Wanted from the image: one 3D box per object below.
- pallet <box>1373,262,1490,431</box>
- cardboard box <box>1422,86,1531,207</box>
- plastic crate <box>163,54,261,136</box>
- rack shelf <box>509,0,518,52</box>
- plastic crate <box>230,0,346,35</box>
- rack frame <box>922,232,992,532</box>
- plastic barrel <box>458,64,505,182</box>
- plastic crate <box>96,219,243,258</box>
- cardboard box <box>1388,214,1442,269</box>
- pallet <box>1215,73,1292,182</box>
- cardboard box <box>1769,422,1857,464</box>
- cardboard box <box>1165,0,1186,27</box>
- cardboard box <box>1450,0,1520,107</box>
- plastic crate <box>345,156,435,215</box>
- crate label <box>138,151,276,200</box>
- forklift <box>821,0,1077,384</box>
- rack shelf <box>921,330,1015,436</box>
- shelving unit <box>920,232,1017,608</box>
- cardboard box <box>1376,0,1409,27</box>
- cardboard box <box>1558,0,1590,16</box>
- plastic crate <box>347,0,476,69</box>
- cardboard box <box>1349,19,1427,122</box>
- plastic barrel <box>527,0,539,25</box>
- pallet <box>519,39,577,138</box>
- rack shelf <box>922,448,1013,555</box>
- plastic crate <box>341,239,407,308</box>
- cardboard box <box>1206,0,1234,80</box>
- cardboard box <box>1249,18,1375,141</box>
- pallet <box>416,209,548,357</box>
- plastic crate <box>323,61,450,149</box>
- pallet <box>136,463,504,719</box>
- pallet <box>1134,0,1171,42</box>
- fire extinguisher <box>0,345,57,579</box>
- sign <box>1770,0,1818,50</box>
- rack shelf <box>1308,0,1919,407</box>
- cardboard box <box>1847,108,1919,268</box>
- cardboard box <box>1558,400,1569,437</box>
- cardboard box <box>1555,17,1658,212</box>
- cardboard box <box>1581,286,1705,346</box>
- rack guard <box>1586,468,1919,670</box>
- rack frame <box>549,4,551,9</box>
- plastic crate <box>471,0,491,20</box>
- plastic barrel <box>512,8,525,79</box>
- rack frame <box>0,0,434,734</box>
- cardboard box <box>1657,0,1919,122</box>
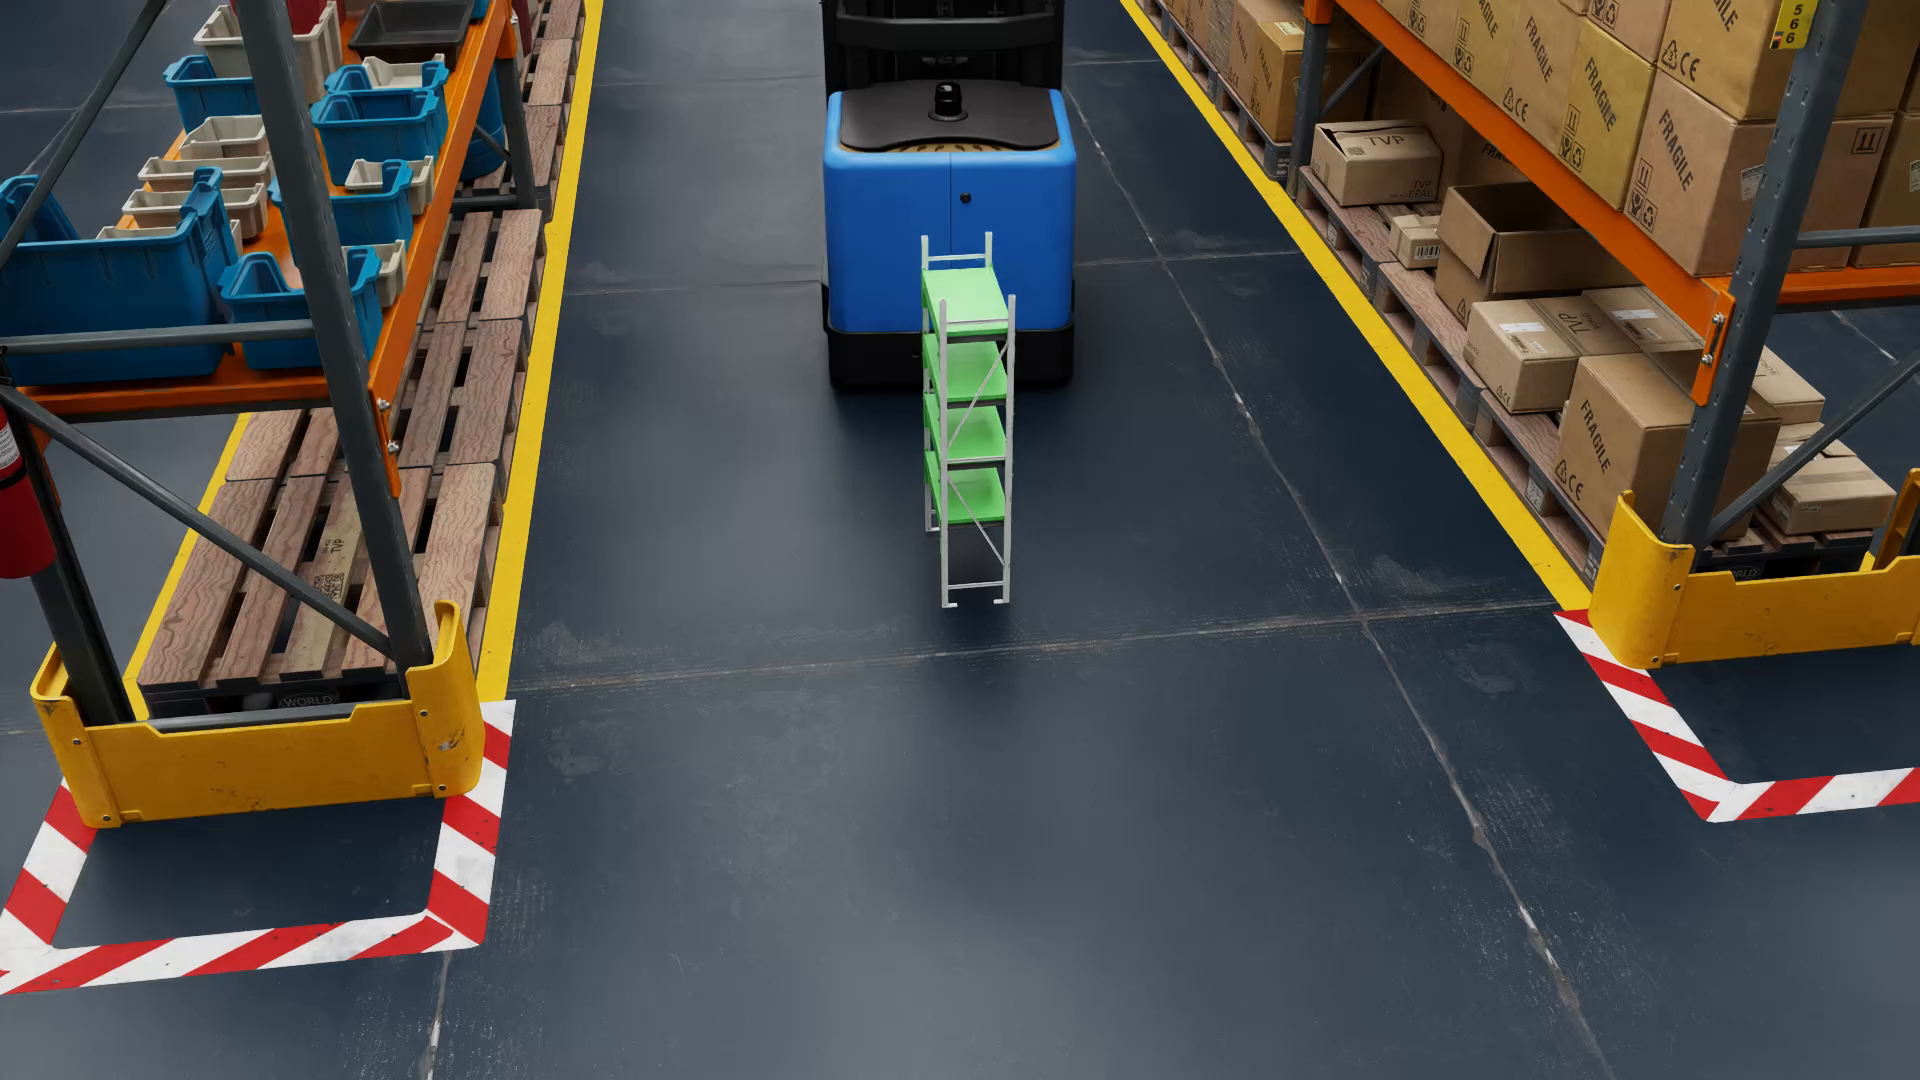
[{"bbox_3d":[2.528,-0.910,7.398,1.003,0.211,1.213,-4,35,-6],"label":"pallet"},{"bbox_3d":[2.626,-1.980,8.321,0.500,0.500,0.500,-4,35,-6],"label":"cardboard box"},{"bbox_3d":[-2.632,-1.605,6.036,0.416,0.233,0.300,-4,35,-6],"label":"plastic crate"},{"bbox_3d":[-2.909,-3.573,9.469,1.077,0.370,4.000,-4,35,-6],"label":"rack shelf"},{"bbox_3d":[-2.769,-2.289,6.835,0.402,0.464,0.583,-4,35,-6],"label":"plastic crate"},{"bbox_3d":[-0.011,-0.540,5.976,0.240,1.200,0.015,-4,35,-6],"label":"rack frame"},{"bbox_3d":[-2.696,-2.366,8.548,0.600,0.901,0.708,-4,35,-6],"label":"plastic barrel"},{"bbox_3d":[-2.391,-0.880,5.058,0.396,0.136,0.243,-4,35,-6],"label":"plastic crate"},{"bbox_3d":[2.237,-1.406,7.775,0.380,0.166,0.250,-4,35,-6],"label":"cardboard box"},{"bbox_3d":[2.122,-2.426,9.623,1.003,0.211,1.213,-4,35,-6],"label":"pallet"},{"bbox_3d":[3.057,-0.306,6.160,0.380,0.166,0.250,-4,35,-6],"label":"cardboard box"},{"bbox_3d":[1.647,-3.661,10.787,0.500,0.500,0.500,-5,35,-7],"label":"cardboard box"},{"bbox_3d":[2.274,-2.015,6.455,0.500,0.500,0.500,-5,35,-7],"label":"cardboard box"},{"bbox_3d":[-1.861,-1.165,5.476,0.250,0.136,0.298,-4,35,-6],"label":"plastic crate"},{"bbox_3d":[-2.478,-1.196,5.522,0.396,0.136,0.243,-4,35,-6],"label":"crate label"},{"bbox_3d":[-0.084,-2.679,7.578,1.130,2.935,3.031,-1,34,-2],"label":"forklift"},{"bbox_3d":[0.022,-0.549,5.677,0.258,0.148,0.480,-4,35,-6],"label":"rack shelf"},{"bbox_3d":[0.022,-0.403,5.777,0.258,1.200,0.503,-4,35,-6],"label":"shelving unit"},{"bbox_3d":[2.139,-2.578,7.281,0.500,0.500,0.500,-4,34,-6],"label":"cardboard box"},{"bbox_3d":[2.331,-2.148,5.762,0.500,0.500,0.500,-3,34,-5],"label":"cardboard box"},{"bbox_3d":[-2.223,-2.061,6.802,0.437,0.125,0.590,-4,35,-6],"label":"plastic crate"},{"bbox_3d":[2.445,-2.565,9.179,0.500,0.500,0.500,-6,35,-9],"label":"cardboard box"},{"bbox_3d":[-2.931,-3.552,10.635,0.421,0.512,0.421,0,34,0],"label":"plastic barrel"},{"bbox_3d":[-2.870,-2.718,10.051,1.003,0.211,1.213,-4,35,-6],"label":"pallet"},{"bbox_3d":[0.022,-0.152,5.948,0.258,0.148,0.480,-4,35,-6],"label":"rack shelf"},{"bbox_3d":[-1.770,-0.786,4.921,0.250,0.136,0.298,-4,35,-6],"label":"plastic crate"},{"bbox_3d":[1.793,-3.087,9.945,0.500,0.500,0.500,-4,34,-6],"label":"cardboard box"},{"bbox_3d":[1.918,-2.530,9.128,0.500,0.500,0.500,-5,35,-7],"label":"cardboard box"},{"bbox_3d":[-2.503,-1.195,7.816,1.003,0.211,1.213,-4,35,-6],"label":"pallet"},{"bbox_3d":[-2.027,-1.543,5.946,0.416,0.233,0.300,-4,35,-6],"label":"plastic crate"},{"bbox_3d":[-2.175,0.167,5.818,1.003,0.211,1.213,-4,35,-6],"label":"pallet"},{"bbox_3d":[1.794,-3.788,11.621,1.003,0.211,1.213,-4,35,-6],"label":"pallet"},{"bbox_3d":[-2.532,-0.218,4.306,0.296,0.674,0.183,-4,35,-6],"label":"fire extinguisher"},{"bbox_3d":[2.254,-1.474,4.440,0.100,0.325,0.005,-4,35,-6],"label":"sign"},{"bbox_3d":[2.538,-1.714,6.741,1.077,0.370,4.000,-4,35,-6],"label":"rack shelf"},{"bbox_3d":[3.008,-1.204,5.265,0.500,0.500,0.500,-4,34,-5],"label":"cardboard box"},{"bbox_3d":[2.524,-0.424,6.334,0.380,0.166,0.250,-4,35,-6],"label":"cardboard box"},{"bbox_3d":[2.404,-1.455,5.633,0.500,0.500,0.500,-4,34,-6],"label":"cardboard box"},{"bbox_3d":[2.880,-0.824,6.847,0.500,0.250,0.500,-4,35,-6],"label":"cardboard box"},{"bbox_3d":[2.797,0.095,5.667,1.175,0.500,0.348,-4,35,-6],"label":"rack guard"},{"bbox_3d":[-3.178,-4.987,10.904,1.000,3.000,0.127,-4,35,-6],"label":"rack frame"},{"bbox_3d":[-2.239,-2.538,7.272,0.392,0.384,0.575,-4,35,-6],"label":"plastic crate"},{"bbox_3d":[-2.779,-2.922,9.710,0.421,0.512,0.421,0,34,0],"label":"plastic barrel"},{"bbox_3d":[-2.102,-0.522,4.353,1.000,3.000,0.127,-4,35,-6],"label":"rack frame"},{"bbox_3d":[2.474,-1.578,4.925,0.500,0.500,0.500,-5,35,-7],"label":"cardboard box"}]
